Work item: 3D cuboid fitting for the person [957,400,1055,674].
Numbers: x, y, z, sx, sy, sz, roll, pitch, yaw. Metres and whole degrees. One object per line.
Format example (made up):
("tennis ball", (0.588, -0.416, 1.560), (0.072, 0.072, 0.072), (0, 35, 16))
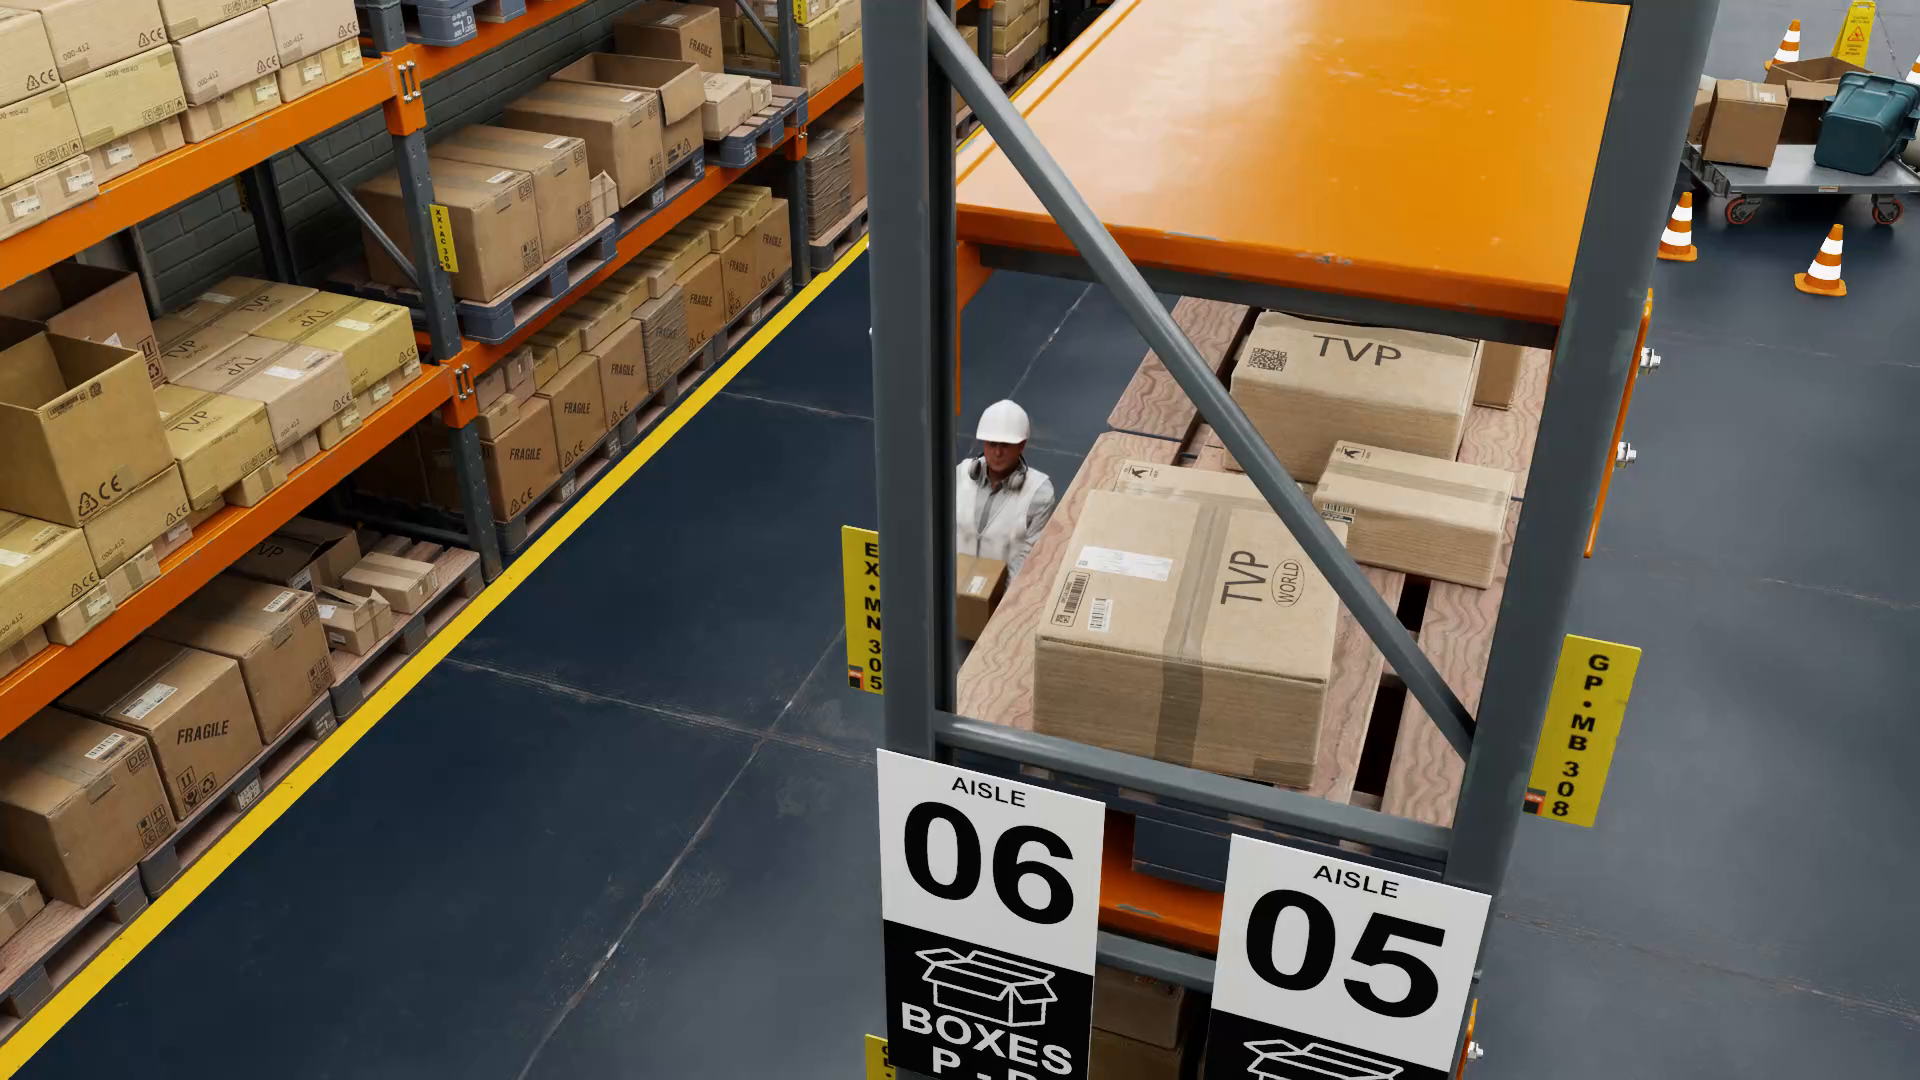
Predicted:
("person", (0.123, 0.263, 7.152), (0.494, 1.762, 0.556), (11, 35, 16))
